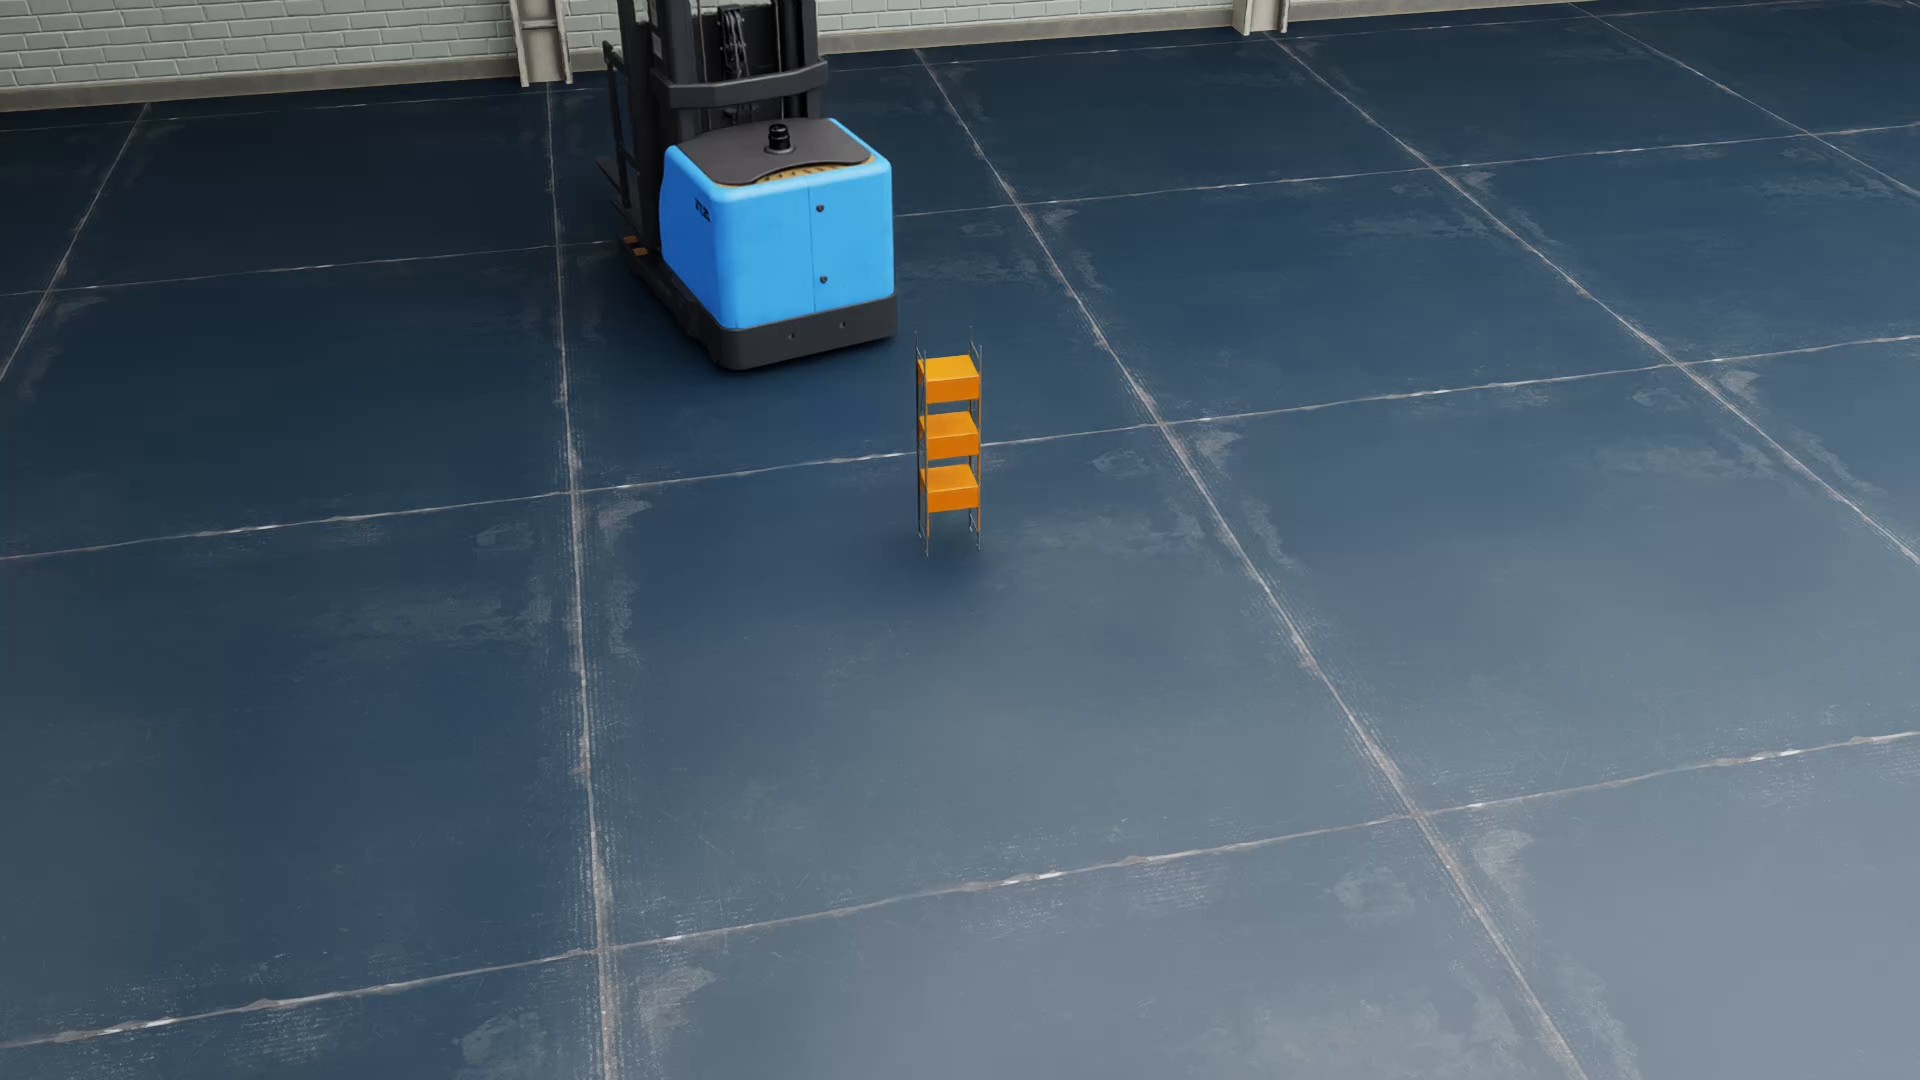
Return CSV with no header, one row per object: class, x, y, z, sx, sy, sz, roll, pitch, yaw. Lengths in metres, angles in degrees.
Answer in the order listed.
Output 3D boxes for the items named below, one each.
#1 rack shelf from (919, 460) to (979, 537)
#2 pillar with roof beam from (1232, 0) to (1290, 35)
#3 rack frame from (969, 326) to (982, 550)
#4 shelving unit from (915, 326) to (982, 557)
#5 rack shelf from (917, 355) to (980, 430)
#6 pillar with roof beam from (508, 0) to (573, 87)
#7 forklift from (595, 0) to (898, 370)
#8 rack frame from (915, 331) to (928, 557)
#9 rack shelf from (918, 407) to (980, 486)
rack shelf,-0.052,-0.190,7.608,0.240,0.259,0.215,-7,35,-11
pillar with roof beam,3.520,-5.799,8.315,0.400,9.000,9.100,-7,35,-11
rack frame,0.067,-0.444,7.470,0.008,1.050,0.200,-7,35,-11
shelving unit,-0.052,-0.429,7.448,0.252,1.050,0.215,-7,35,-11
rack shelf,-0.052,-0.656,7.295,0.240,0.259,0.215,-7,35,-11
pillar with roof beam,-2.332,-5.061,7.216,0.400,9.000,9.100,-7,35,-11
forklift,-1.468,-2.940,9.500,1.130,2.935,3.031,-16,37,-22
rack frame,-0.171,-0.414,7.425,0.008,1.050,0.200,-7,35,-11
rack shelf,-0.052,-0.421,7.454,0.240,0.259,0.215,-7,35,-11
